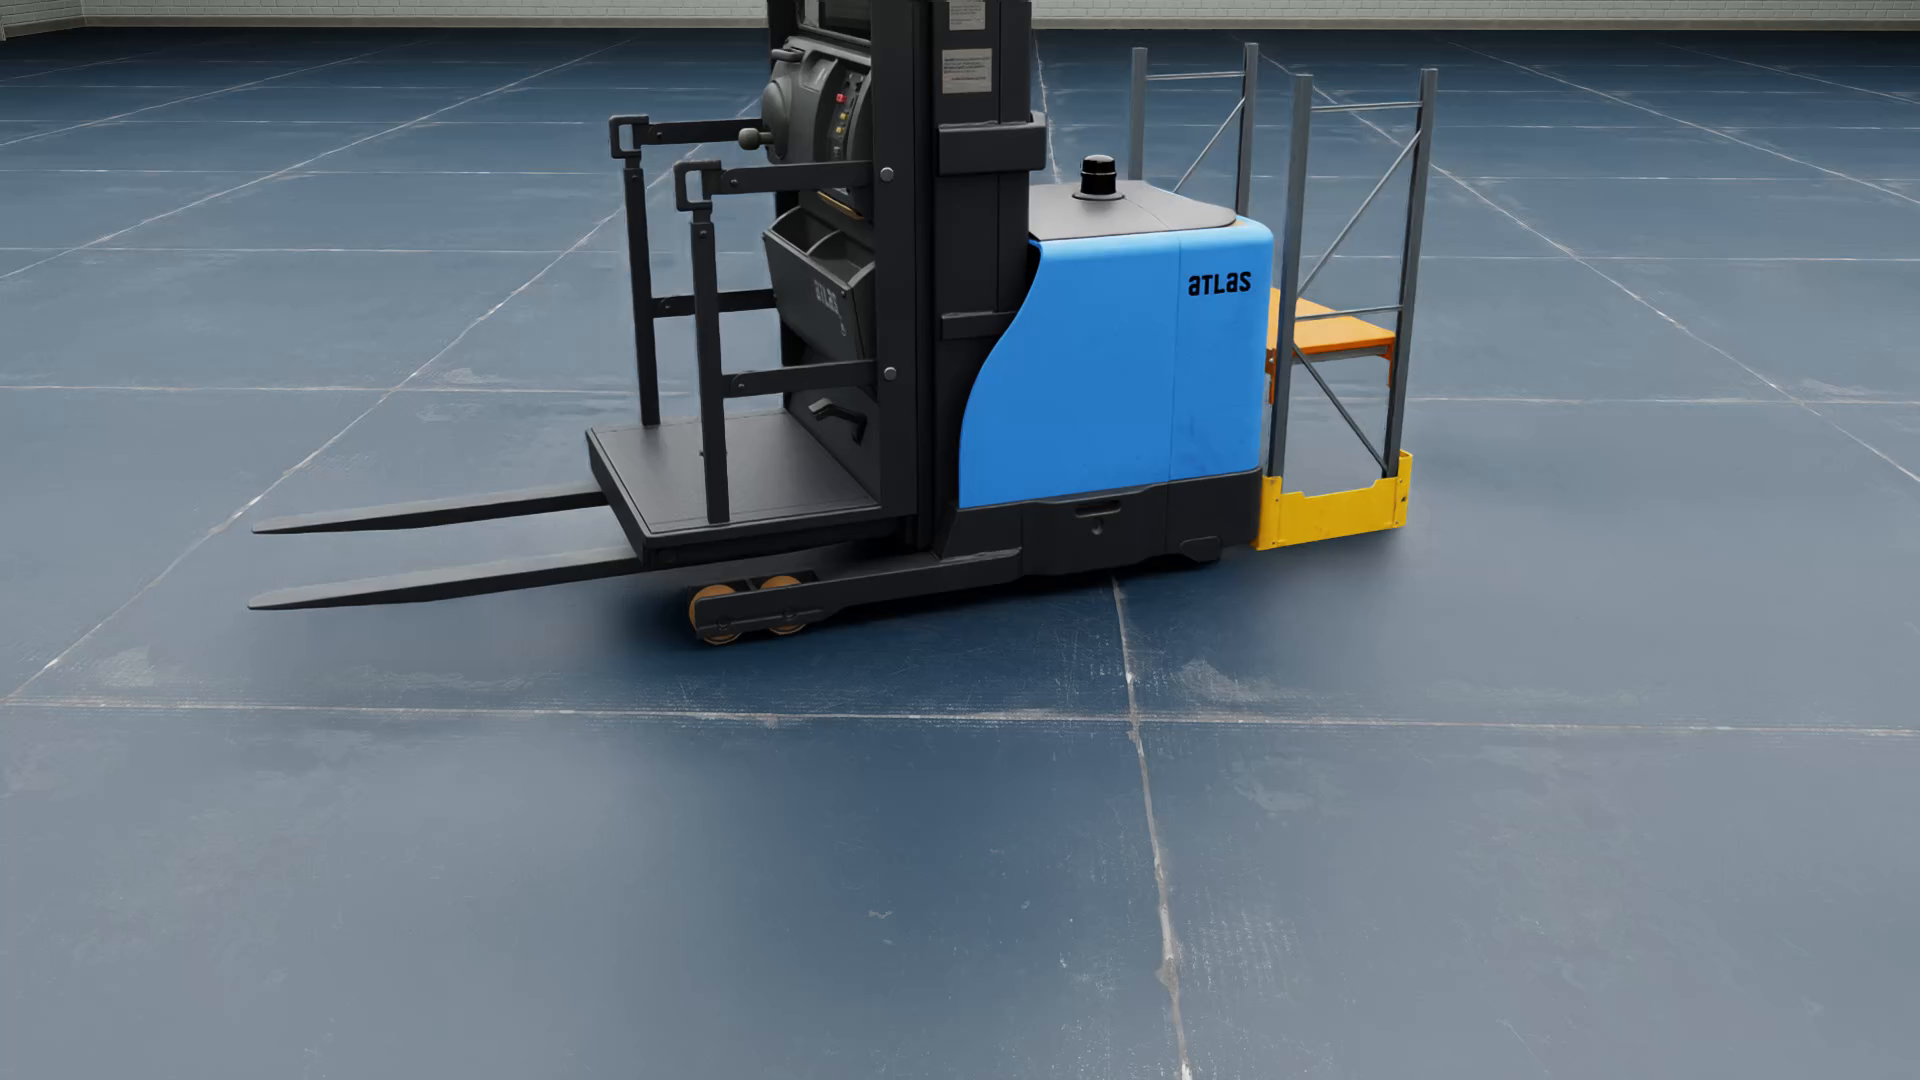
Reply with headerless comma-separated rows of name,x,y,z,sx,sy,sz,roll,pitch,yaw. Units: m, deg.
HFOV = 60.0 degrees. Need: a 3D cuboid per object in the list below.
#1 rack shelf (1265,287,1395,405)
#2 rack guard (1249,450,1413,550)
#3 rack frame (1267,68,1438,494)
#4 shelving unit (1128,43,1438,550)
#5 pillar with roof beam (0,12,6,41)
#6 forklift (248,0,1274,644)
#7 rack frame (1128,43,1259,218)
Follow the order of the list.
rack shelf,1.039,-0.721,5.811,0.538,0.185,1.000,-9,23,-21
rack guard,1.236,-0.137,5.537,0.587,0.250,0.087,-9,23,-21
rack frame,1.237,-0.719,5.309,0.500,1.500,0.032,-9,23,-21
shelving unit,1.042,-0.886,5.738,0.587,1.500,1.083,-9,23,-21
pillar with roof beam,-9.910,-11.442,22.577,9.100,9.000,0.400,1,21,2
forklift,-0.605,-1.284,4.785,3.031,2.935,1.130,-8,23,-19
rack frame,0.841,-1.058,6.182,0.500,1.500,0.032,-9,23,-21
